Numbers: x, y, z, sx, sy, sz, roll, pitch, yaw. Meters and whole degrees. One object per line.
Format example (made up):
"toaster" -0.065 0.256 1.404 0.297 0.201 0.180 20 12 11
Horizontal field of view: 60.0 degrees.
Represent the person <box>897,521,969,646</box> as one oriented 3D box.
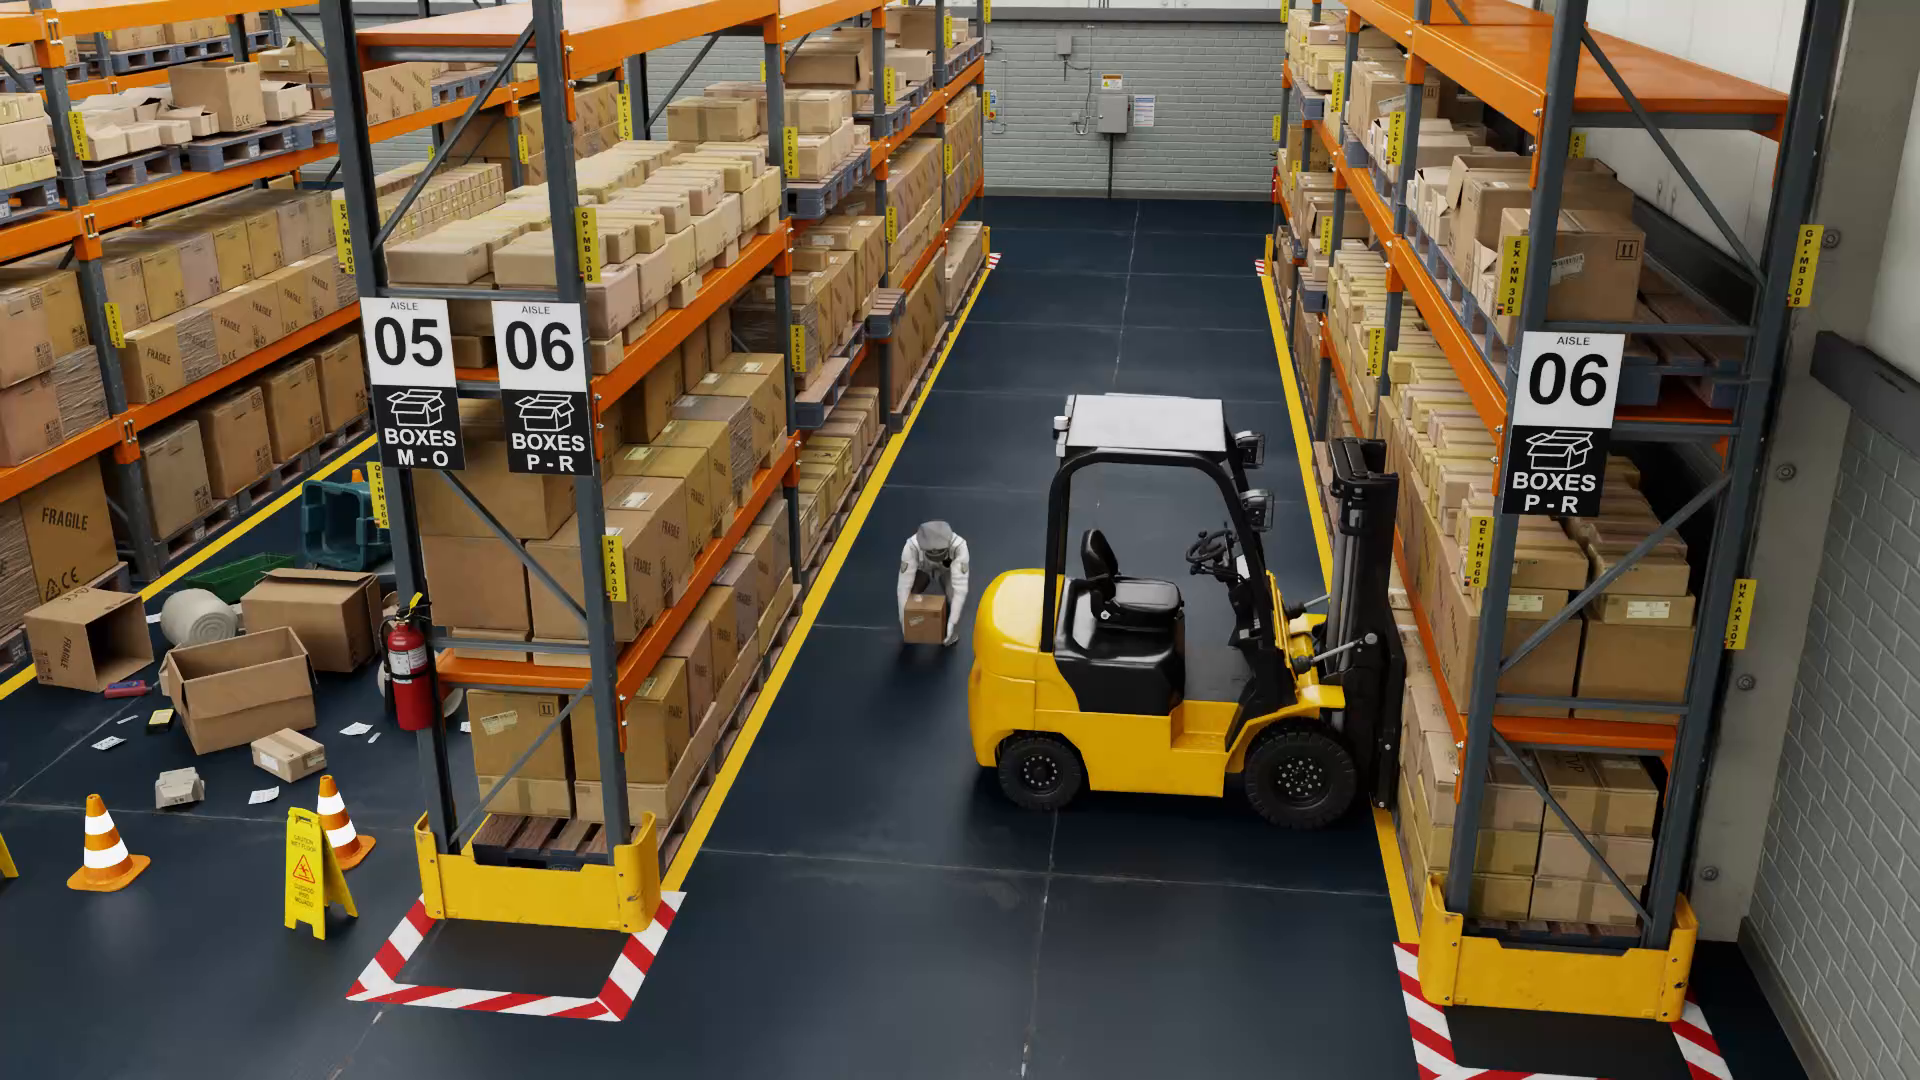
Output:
"person" -0.170 0.255 11.391 0.493 0.974 0.825 2 21 6
